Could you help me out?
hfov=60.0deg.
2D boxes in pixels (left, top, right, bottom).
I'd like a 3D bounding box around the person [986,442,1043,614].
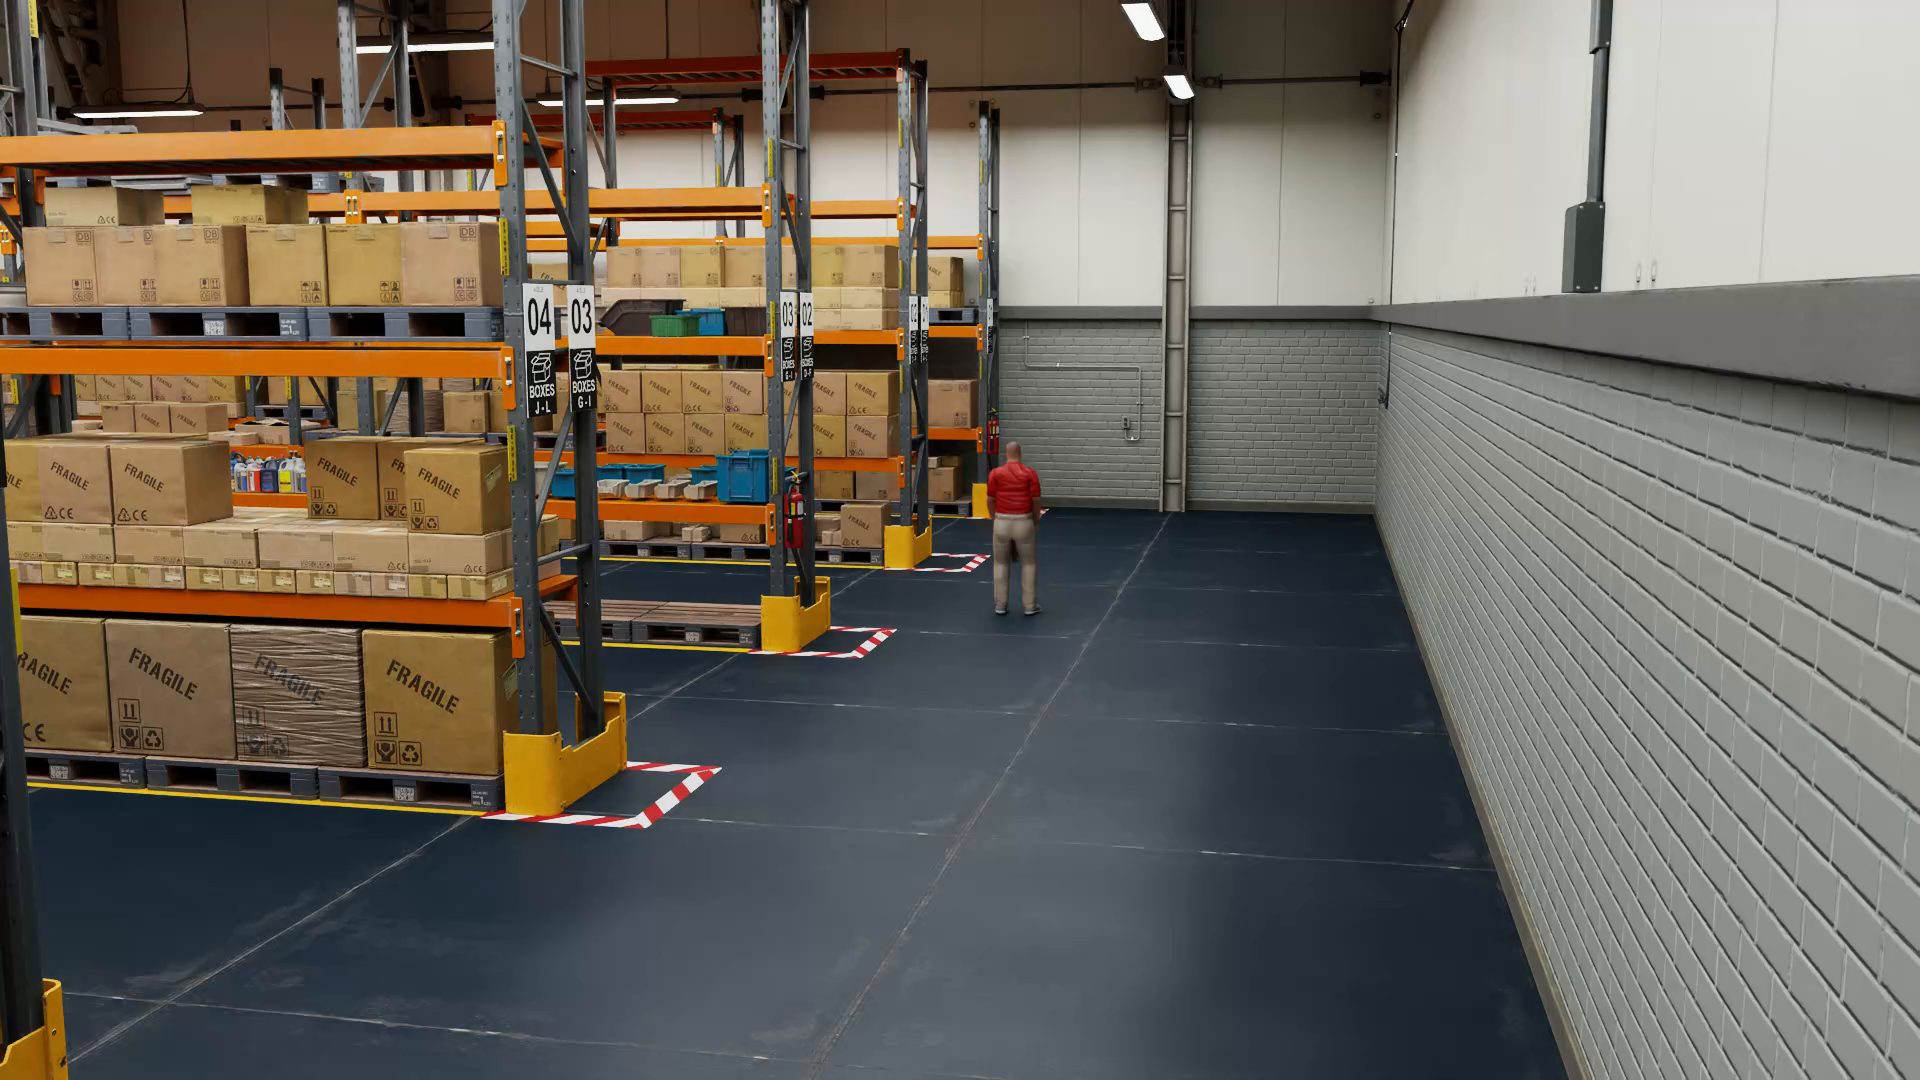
[{"bbox_3d":[0.546,-0.121,16.713,0.554,1.732,0.393,1,8,10],"label":"person"}]
